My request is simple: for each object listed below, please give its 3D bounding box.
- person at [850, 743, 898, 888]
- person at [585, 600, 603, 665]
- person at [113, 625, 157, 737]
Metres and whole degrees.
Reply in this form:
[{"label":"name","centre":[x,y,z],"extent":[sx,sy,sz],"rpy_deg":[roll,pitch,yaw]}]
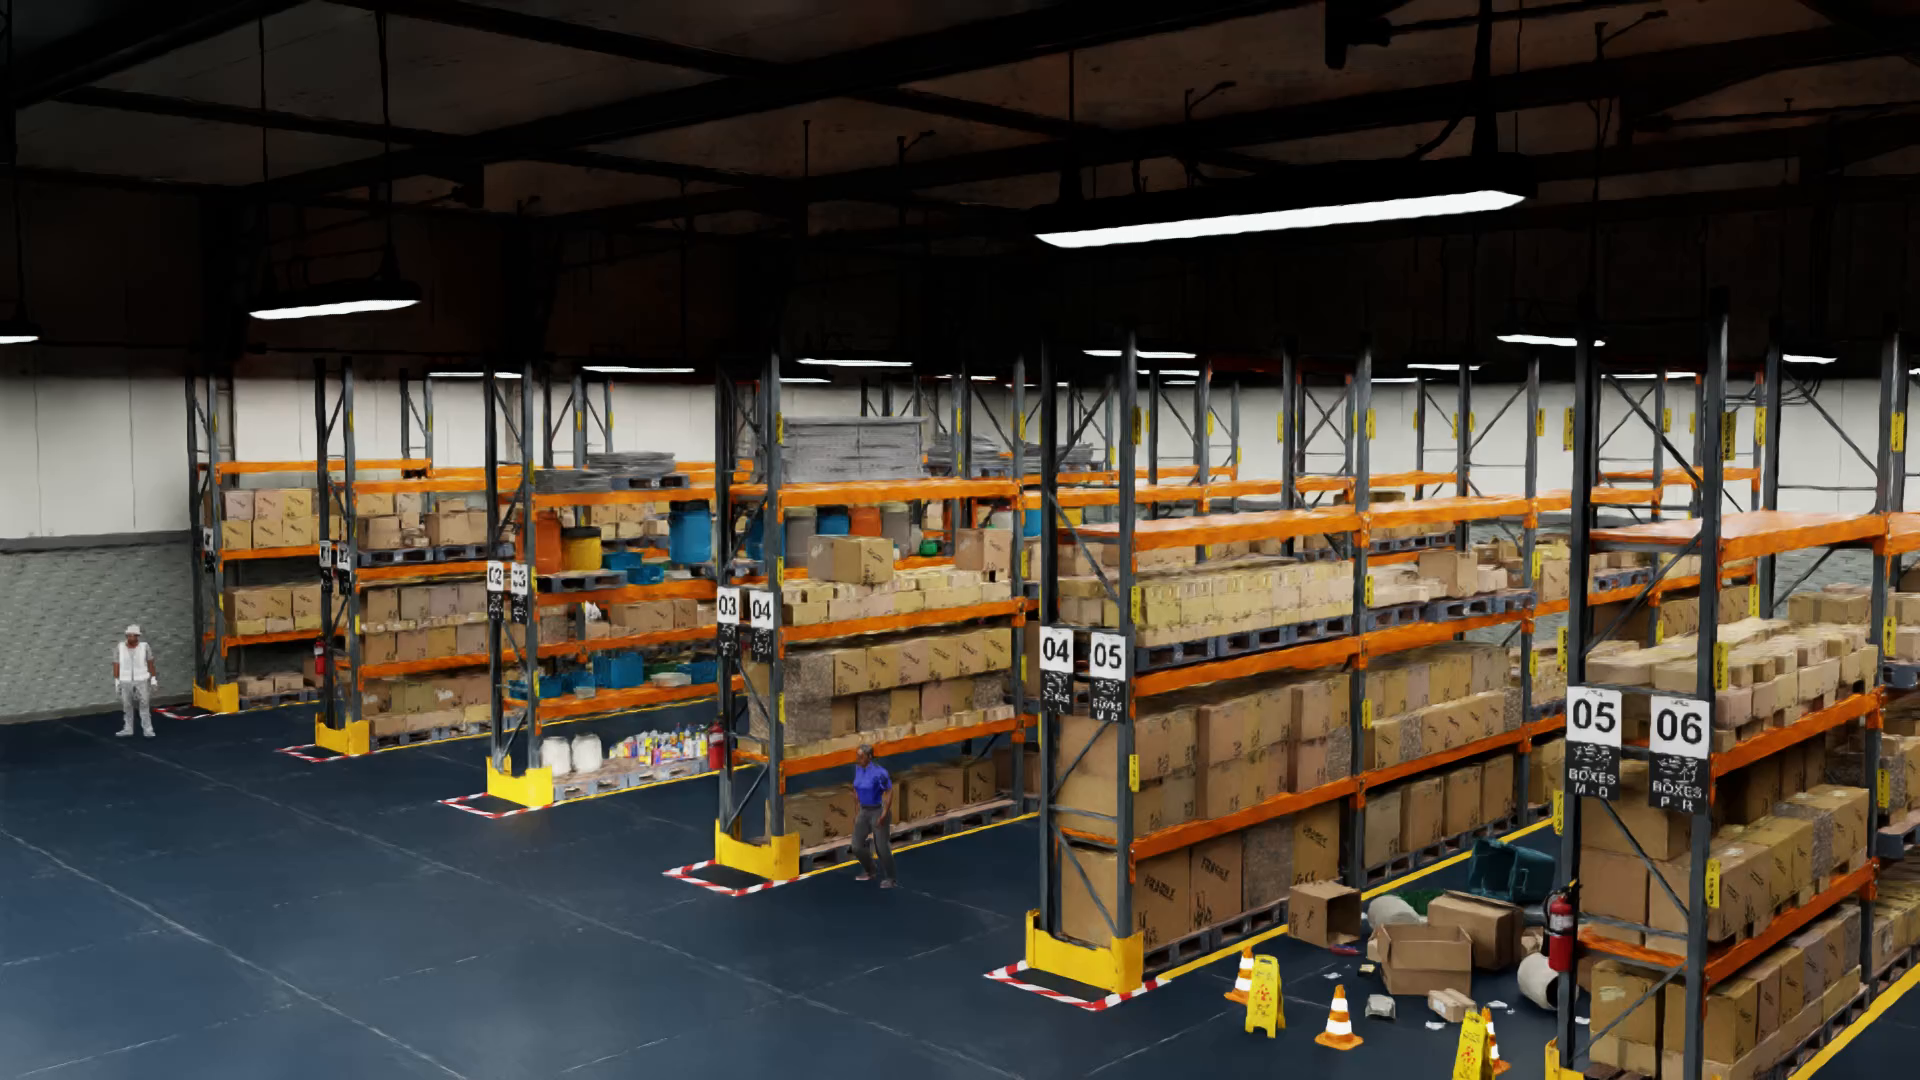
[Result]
[{"label":"person","centre":[-0.948,2.991,18.120],"extent":[0.593,1.589,0.509],"rpy_deg":[4,6,40]},{"label":"person","centre":[-7.250,1.815,32.739],"extent":[0.463,1.673,0.577],"rpy_deg":[2,5,20]},{"label":"person","centre":[-13.145,2.239,26.473],"extent":[0.645,1.788,0.478],"rpy_deg":[-2,5,-20]}]
